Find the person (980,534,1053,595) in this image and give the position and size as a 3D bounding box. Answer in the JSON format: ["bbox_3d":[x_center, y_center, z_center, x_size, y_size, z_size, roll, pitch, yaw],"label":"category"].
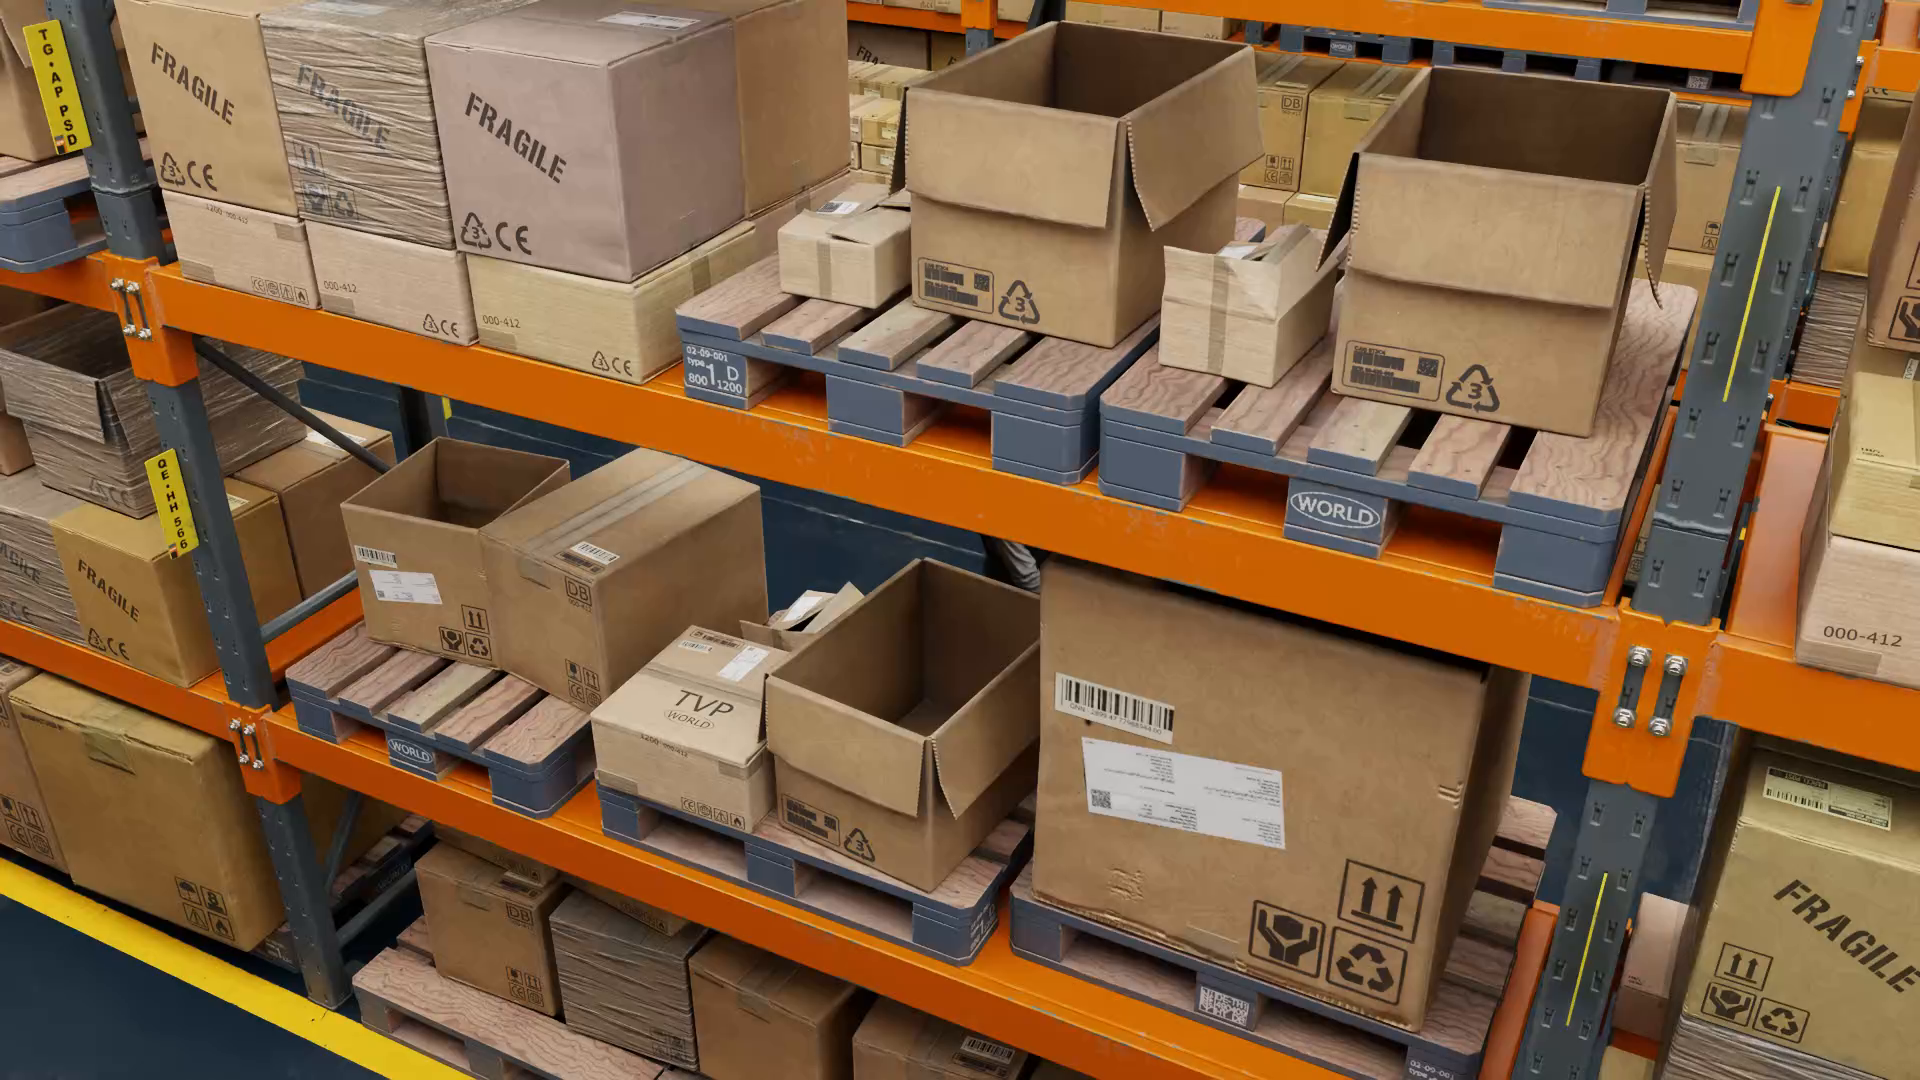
[{"bbox_3d":[0.361,0.322,6.594,0.552,1.720,0.502,14,33,23],"label":"person"}]
